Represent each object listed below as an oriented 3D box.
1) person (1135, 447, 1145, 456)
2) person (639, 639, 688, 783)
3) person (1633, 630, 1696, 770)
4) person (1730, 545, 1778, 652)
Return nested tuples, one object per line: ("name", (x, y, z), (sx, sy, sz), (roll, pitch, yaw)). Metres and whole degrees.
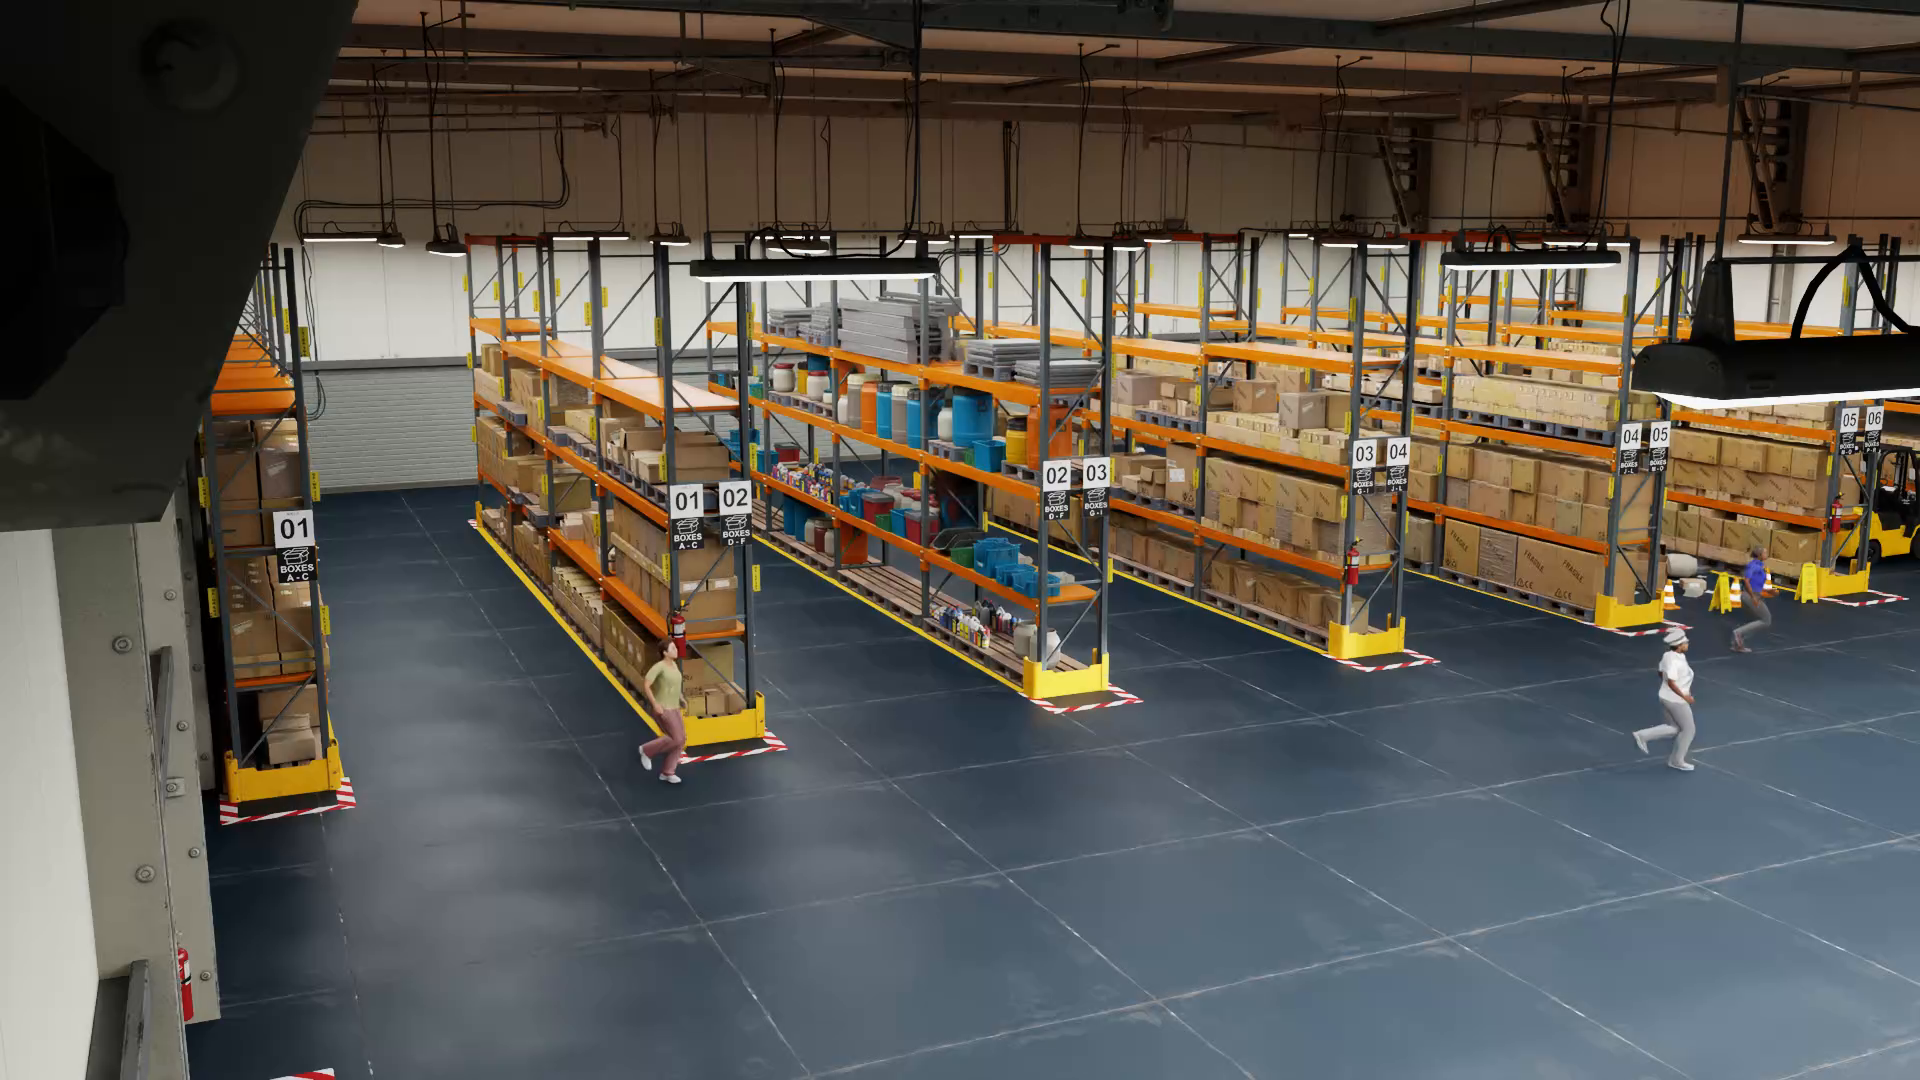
("person", (3.664, -1.046, 34.016), (0.709, 1.729, 0.685), (-7, 13, -30))
("person", (-3.340, 1.925, 19.030), (0.556, 1.582, 0.610), (4, 12, 20))
("person", (8.234, 1.856, 19.266), (0.664, 1.677, 0.577), (1, 11, 5))
("person", (11.698, 0.913, 24.426), (0.589, 1.530, 0.561), (3, 11, 16))
